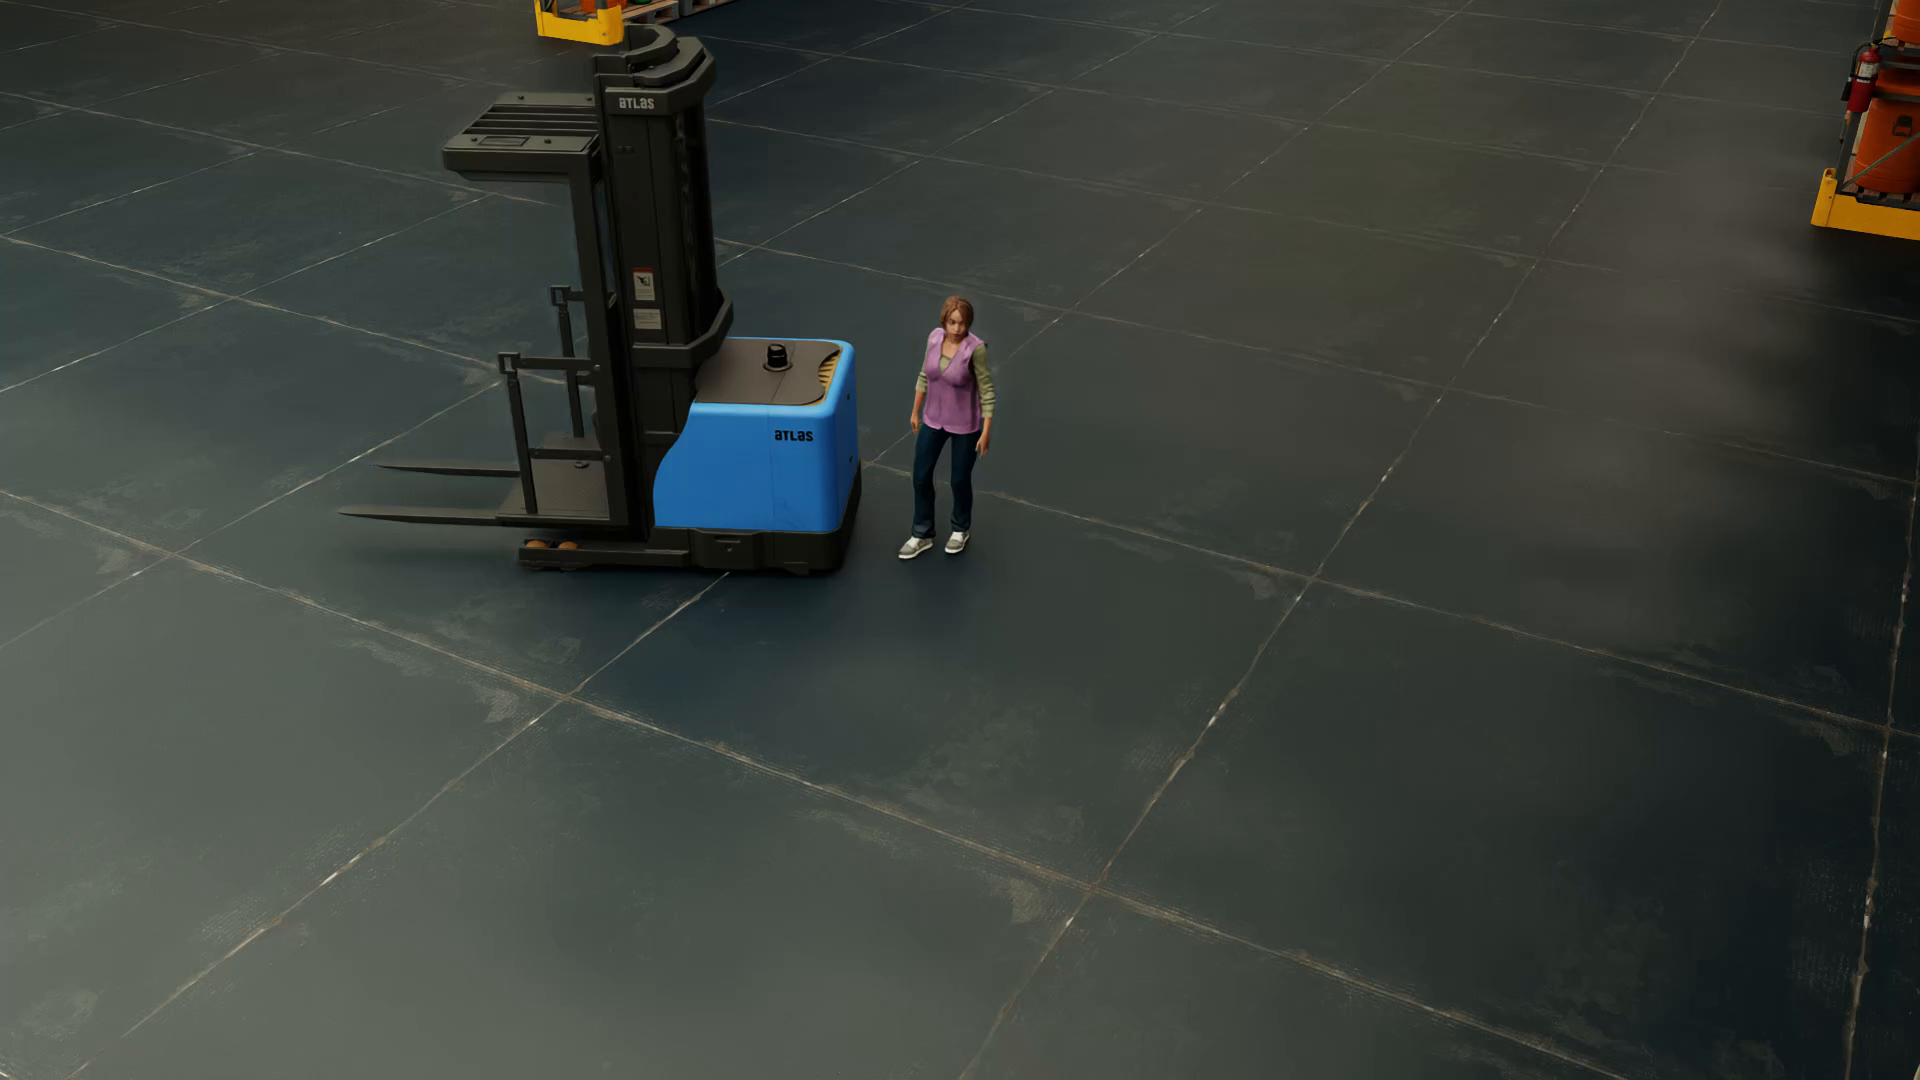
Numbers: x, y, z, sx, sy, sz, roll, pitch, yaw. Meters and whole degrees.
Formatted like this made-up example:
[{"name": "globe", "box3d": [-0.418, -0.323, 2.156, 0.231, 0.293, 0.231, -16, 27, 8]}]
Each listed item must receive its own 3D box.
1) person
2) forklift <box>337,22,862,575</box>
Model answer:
[{"name": "person", "box3d": [-0.067, -0.623, 9.495, 0.542, 1.589, 0.476, 14, 33, 22]}, {"name": "forklift", "box3d": [-2.156, -1.350, 9.411, 3.031, 2.935, 1.130, 2, 30, 4]}]
